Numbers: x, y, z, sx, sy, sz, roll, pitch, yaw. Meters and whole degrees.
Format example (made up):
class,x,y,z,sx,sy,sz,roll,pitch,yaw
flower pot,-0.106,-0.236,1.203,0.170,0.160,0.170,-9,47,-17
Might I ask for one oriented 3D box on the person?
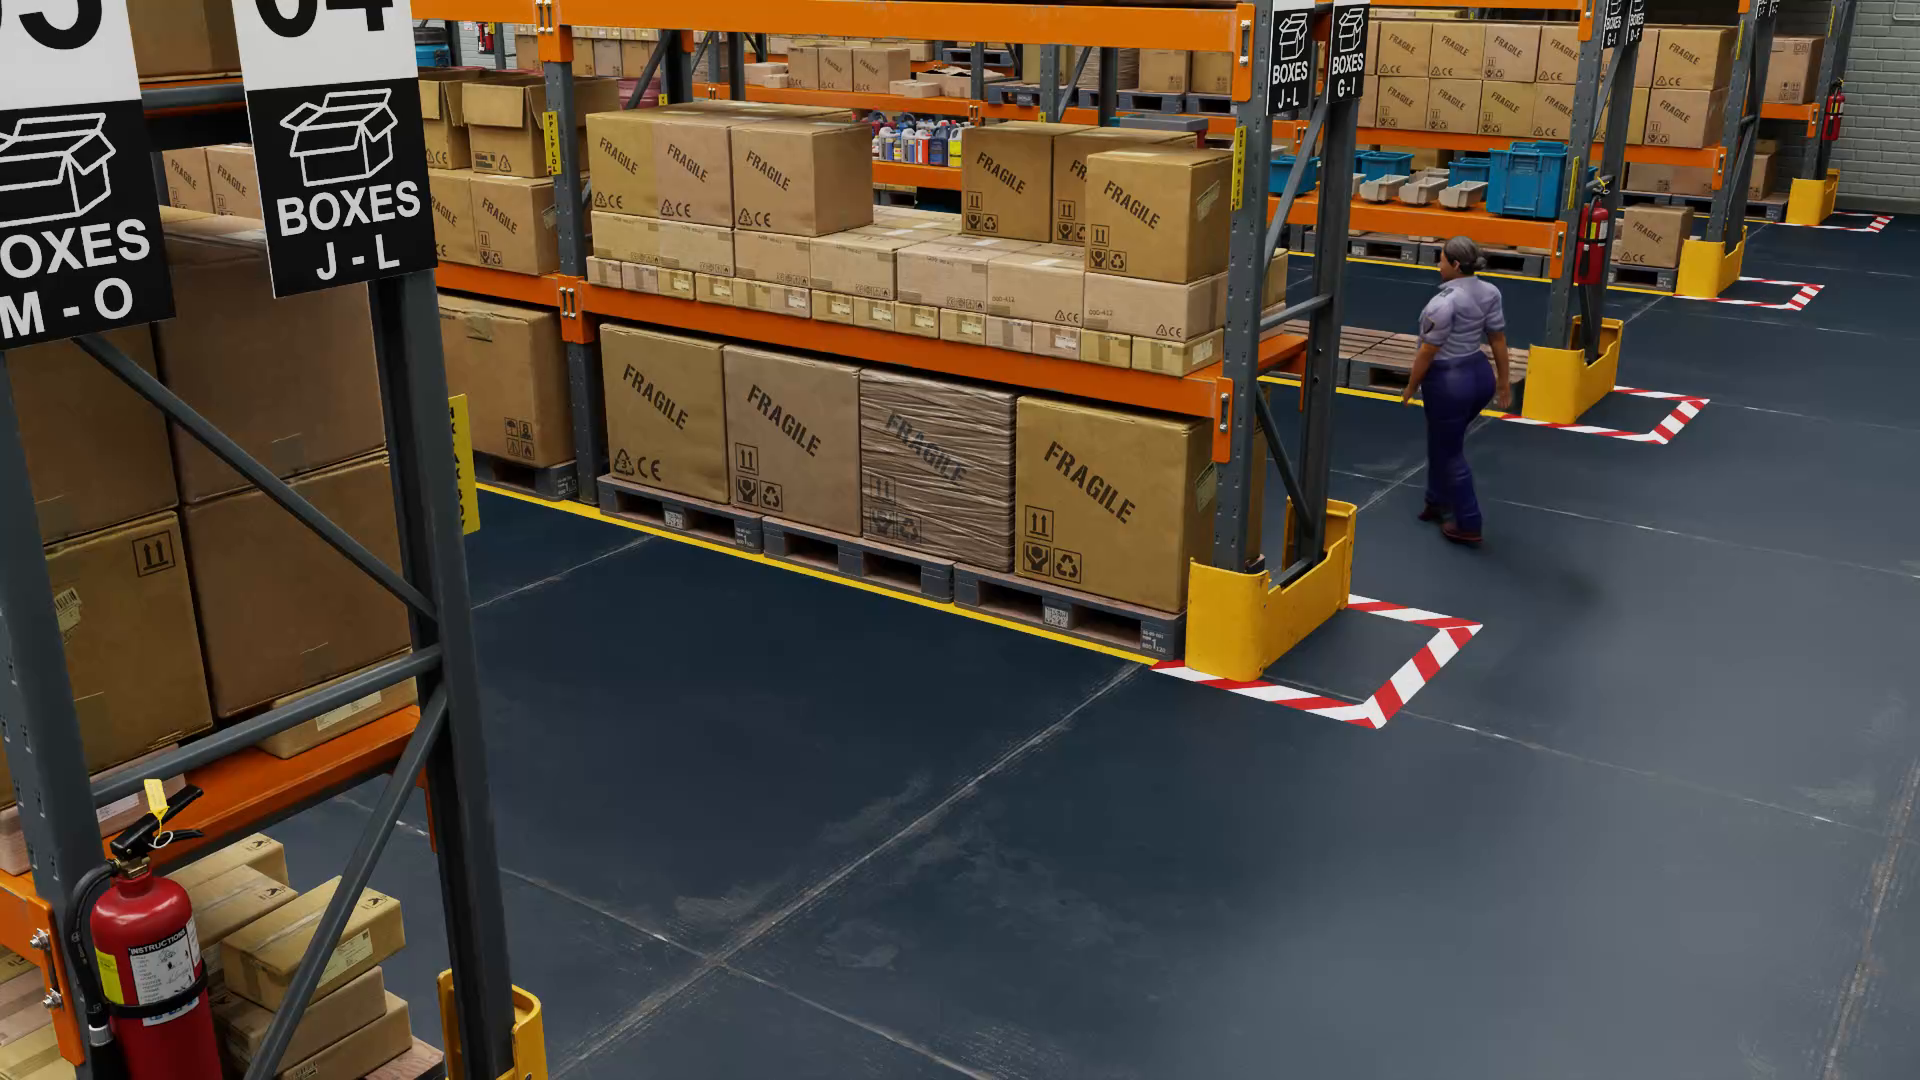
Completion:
class,x,y,z,sx,sy,sz,roll,pitch,yaw
person,2.580,-0.777,8.797,0.560,1.698,0.590,-14,24,-33
